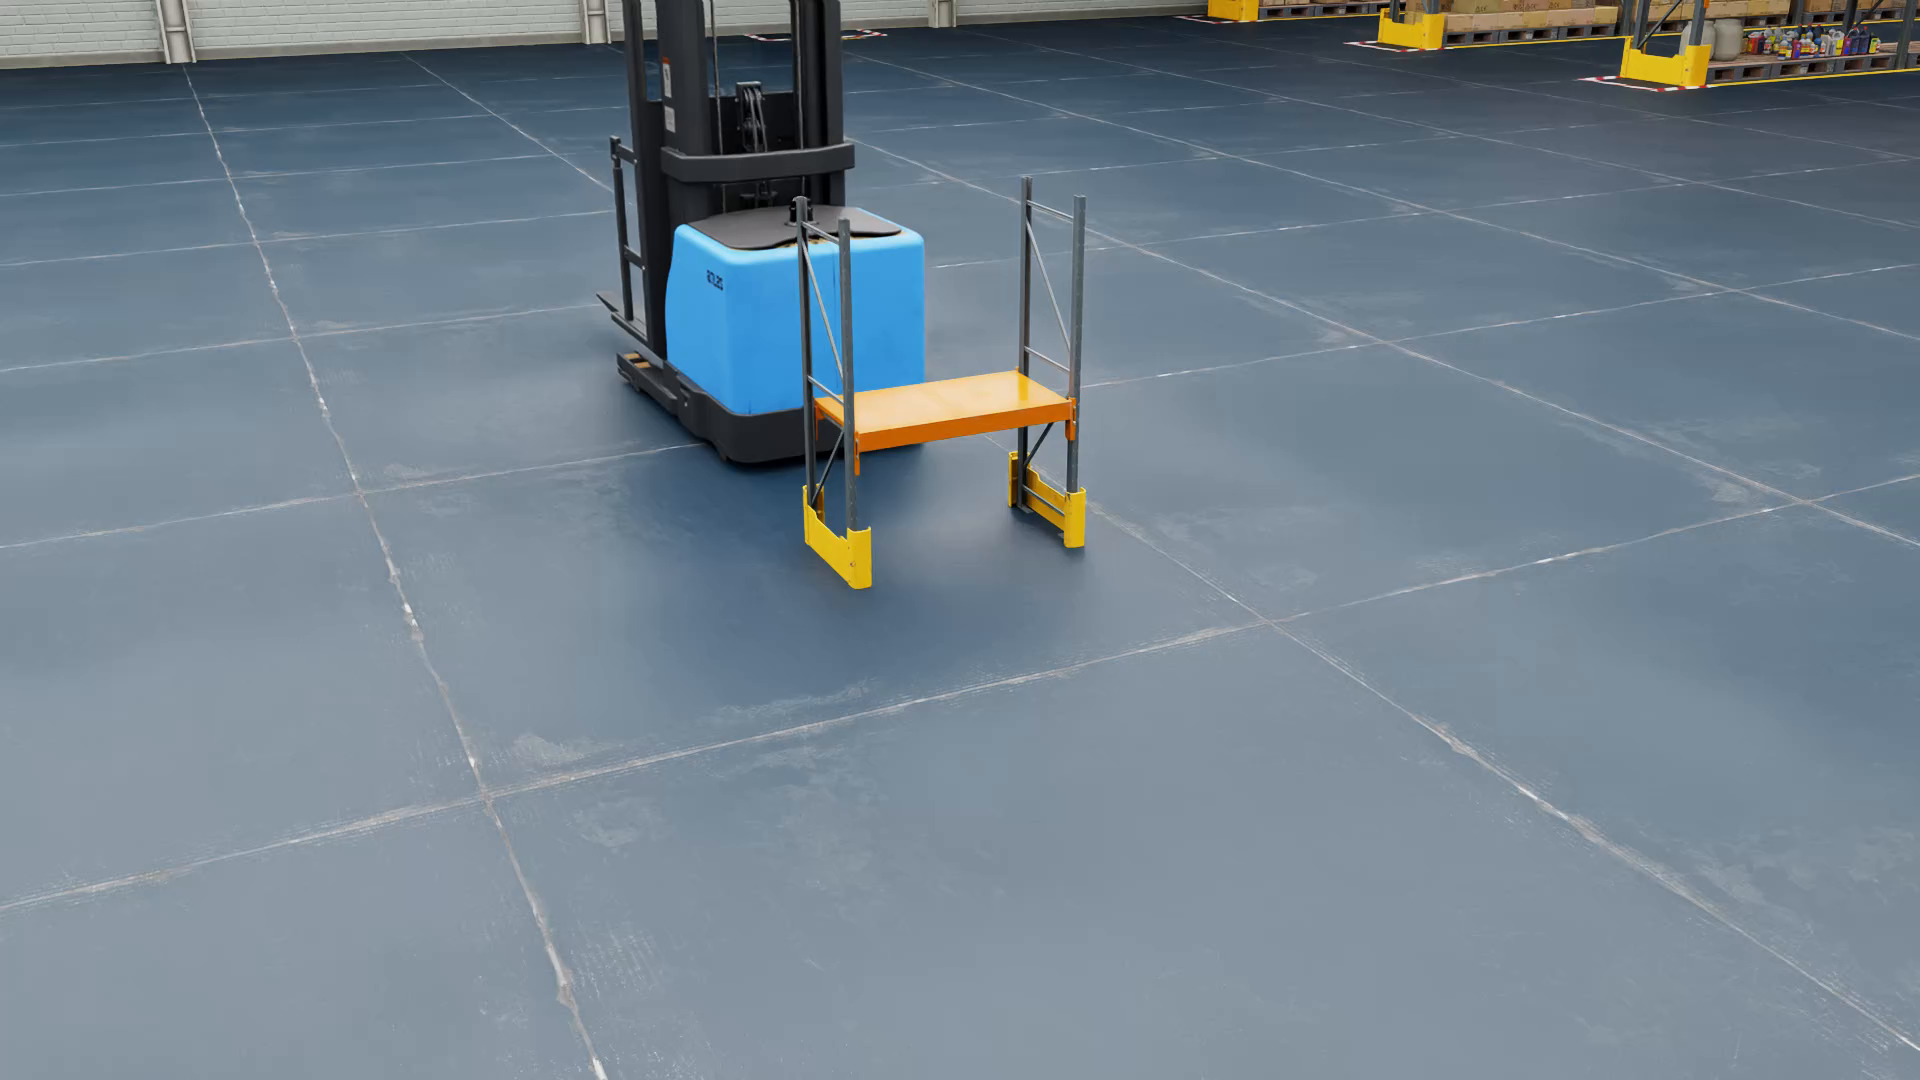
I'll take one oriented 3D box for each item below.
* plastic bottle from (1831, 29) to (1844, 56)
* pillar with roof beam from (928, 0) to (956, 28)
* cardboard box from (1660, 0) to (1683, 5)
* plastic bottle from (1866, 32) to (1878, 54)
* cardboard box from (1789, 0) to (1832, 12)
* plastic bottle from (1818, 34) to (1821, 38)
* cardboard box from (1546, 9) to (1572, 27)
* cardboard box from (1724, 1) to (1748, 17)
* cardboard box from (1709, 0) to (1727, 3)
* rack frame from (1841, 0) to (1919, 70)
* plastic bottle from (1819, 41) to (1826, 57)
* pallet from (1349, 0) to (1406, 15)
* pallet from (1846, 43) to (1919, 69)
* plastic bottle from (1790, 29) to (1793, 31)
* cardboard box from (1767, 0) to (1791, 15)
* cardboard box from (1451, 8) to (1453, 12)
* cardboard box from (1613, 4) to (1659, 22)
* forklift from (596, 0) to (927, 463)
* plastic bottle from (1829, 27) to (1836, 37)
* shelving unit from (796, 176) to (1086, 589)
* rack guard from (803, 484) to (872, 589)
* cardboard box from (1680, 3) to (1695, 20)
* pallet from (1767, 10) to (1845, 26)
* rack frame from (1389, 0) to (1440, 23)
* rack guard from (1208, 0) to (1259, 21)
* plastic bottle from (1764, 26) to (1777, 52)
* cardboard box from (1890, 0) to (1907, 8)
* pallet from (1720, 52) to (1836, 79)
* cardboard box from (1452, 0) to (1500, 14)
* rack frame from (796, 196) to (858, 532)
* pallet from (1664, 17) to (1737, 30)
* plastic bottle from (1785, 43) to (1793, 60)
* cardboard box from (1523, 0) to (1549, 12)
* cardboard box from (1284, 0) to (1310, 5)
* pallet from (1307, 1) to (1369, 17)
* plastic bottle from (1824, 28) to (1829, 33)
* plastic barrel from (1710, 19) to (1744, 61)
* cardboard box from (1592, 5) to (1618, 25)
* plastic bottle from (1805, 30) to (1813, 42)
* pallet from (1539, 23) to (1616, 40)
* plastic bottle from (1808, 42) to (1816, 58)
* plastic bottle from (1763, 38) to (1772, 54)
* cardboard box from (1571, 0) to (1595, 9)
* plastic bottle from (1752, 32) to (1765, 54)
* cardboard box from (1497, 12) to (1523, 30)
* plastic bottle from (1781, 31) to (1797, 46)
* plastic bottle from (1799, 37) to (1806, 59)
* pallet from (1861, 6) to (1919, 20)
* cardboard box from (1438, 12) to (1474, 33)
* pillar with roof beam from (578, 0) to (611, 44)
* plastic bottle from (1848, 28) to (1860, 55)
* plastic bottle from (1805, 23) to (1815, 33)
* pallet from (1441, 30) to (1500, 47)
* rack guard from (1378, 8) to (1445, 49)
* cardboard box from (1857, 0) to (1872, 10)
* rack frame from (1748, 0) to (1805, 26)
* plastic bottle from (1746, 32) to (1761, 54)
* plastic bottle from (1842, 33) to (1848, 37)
[{"bbox_3d":[11.824,-6.722,22.455,0.185,0.351,0.144,-11,25,-24],"label":"plastic bottle"},{"bbox_3d":[1.559,-11.492,23.247,0.400,9.000,9.100,-10,25,-24],"label":"pillar with roof beam"},{"bbox_3d":[11.532,-8.988,27.355,0.500,0.311,0.500,-11,25,-24],"label":"cardboard box"},{"bbox_3d":[12.453,-6.789,22.705,0.133,0.283,0.061,-9,24,-21],"label":"plastic bottle"},{"bbox_3d":[14.737,-9.431,28.804,0.500,0.500,0.500,-9,24,-21],"label":"cardboard box"},{"bbox_3d":[11.629,-6.702,22.495,0.133,0.283,0.061,-10,25,-24],"label":"plastic bottle"},{"bbox_3d":[9.376,-8.346,26.535,0.500,0.250,0.500,-10,25,-24],"label":"cardboard box"},{"bbox_3d":[12.917,-8.988,28.088,0.500,0.250,0.500,-10,24,-22],"label":"cardboard box"},{"bbox_3d":[12.463,-9.163,27.776,0.500,0.311,0.500,-10,24,-22],"label":"cardboard box"},{"bbox_3d":[12.743,-8.034,22.737,0.127,3.000,1.000,-10,25,-24],"label":"rack frame"},{"bbox_3d":[11.581,-6.598,22.352,0.097,0.201,0.097,0,22,0],"label":"plastic bottle"},{"bbox_3d":[7.857,-10.036,31.220,1.213,0.211,1.003,-10,25,-24],"label":"pallet"},{"bbox_3d":[13.434,-6.889,23.617,1.213,0.211,1.003,-10,25,-24],"label":"pallet"},{"bbox_3d":[11.499,-6.947,23.087,0.133,0.283,0.061,-9,24,-21],"label":"plastic bottle"},{"bbox_3d":[13.834,-9.158,28.497,0.500,0.250,0.500,-10,24,-22],"label":"cardboard box"},{"bbox_3d":[7.794,-8.280,26.376,0.500,0.250,0.500,-10,25,-24],"label":"cardboard box"},{"bbox_3d":[11.069,-8.647,27.263,0.500,0.250,0.500,-11,25,-25],"label":"cardboard box"},{"bbox_3d":[-1.283,-2.247,8.847,1.130,2.935,3.031,-11,25,-25],"label":"forklift"},{"bbox_3d":[12.266,-7.075,23.412,0.097,0.271,0.097,0,22,0],"label":"plastic bottle"},{"bbox_3d":[-0.069,-0.680,6.933,1.083,1.500,0.587,-10,25,-24],"label":"shelving unit"},{"bbox_3d":[-0.517,-0.020,6.972,0.087,0.250,0.587,-10,25,-24],"label":"rack guard"},{"bbox_3d":[11.996,-8.818,27.677,0.500,0.250,0.500,-11,25,-25],"label":"cardboard box"},{"bbox_3d":[14.892,-9.228,29.266,1.213,0.211,1.003,-10,25,-24],"label":"pallet"},{"bbox_3d":[6.994,-9.078,25.259,0.127,3.000,1.000,-10,25,-24],"label":"rack frame"},{"bbox_3d":[4.911,-9.642,29.891,0.348,0.500,1.175,-10,25,-24],"label":"rack guard"},{"bbox_3d":[11.115,-6.890,22.861,0.185,0.351,0.144,-9,24,-21],"label":"plastic bottle"},{"bbox_3d":[16.585,-9.774,29.634,0.500,0.500,0.500,-10,25,-23],"label":"cardboard box"},{"bbox_3d":[11.019,-6.445,22.543,1.213,0.211,1.003,-10,25,-24],"label":"pallet"},{"bbox_3d":[8.023,-8.444,25.793,0.500,0.500,0.500,-10,25,-24],"label":"cardboard box"},{"bbox_3d":[-0.535,-0.595,6.725,0.032,1.500,0.500,-10,25,-24],"label":"rack frame"},{"bbox_3d":[12.346,-8.793,28.216,1.213,0.211,1.003,-10,25,-24],"label":"pallet"},{"bbox_3d":[11.001,-6.491,22.094,0.097,0.201,0.097,0,22,0],"label":"plastic bottle"},{"bbox_3d":[8.926,-8.609,26.190,0.500,0.500,0.500,-10,25,-24],"label":"cardboard box"},{"bbox_3d":[6.018,-9.924,30.243,0.500,0.311,0.500,-8,24,-19],"label":"cardboard box"},{"bbox_3d":[6.756,-9.832,30.727,1.213,0.211,1.003,-10,25,-24],"label":"pallet"},{"bbox_3d":[12.033,-6.981,23.169,0.133,0.283,0.061,-10,25,-24],"label":"plastic bottle"},{"bbox_3d":[10.150,-6.634,22.058,0.421,0.512,0.421,0,22,0],"label":"plastic barrel"},{"bbox_3d":[10.275,-8.513,26.940,0.500,0.250,0.500,-10,25,-24],"label":"cardboard box"},{"bbox_3d":[11.758,-6.920,23.038,0.097,0.271,0.097,0,22,0],"label":"plastic bottle"},{"bbox_3d":[9.864,-8.336,27.112,1.213,0.211,1.003,-10,25,-24],"label":"pallet"},{"bbox_3d":[11.396,-6.564,22.269,0.097,0.201,0.097,0,22,0],"label":"plastic bottle"},{"bbox_3d":[11.039,-6.752,22.723,0.097,0.201,0.097,0,22,0],"label":"plastic bottle"},{"bbox_3d":[9.820,-8.781,26.606,0.500,0.500,0.500,-10,25,-24],"label":"cardboard box"},{"bbox_3d":[10.889,-6.770,22.660,0.133,0.283,0.061,-10,25,-24],"label":"plastic bottle"},{"bbox_3d":[8.473,-8.181,26.138,0.500,0.250,0.500,-10,25,-24],"label":"cardboard box"},{"bbox_3d":[11.370,-6.839,22.837,0.135,0.276,0.152,-10,25,-24],"label":"plastic bottle"},{"bbox_3d":[11.217,-6.563,22.176,0.097,0.271,0.097,0,22,0],"label":"plastic bottle"},{"bbox_3d":[17.090,-9.632,30.244,1.213,0.211,1.003,-10,25,-24],"label":"pallet"},{"bbox_3d":[7.574,-8.014,25.735,0.500,0.250,0.500,-10,25,-24],"label":"cardboard box"},{"bbox_3d":[-3.848,-10.497,20.843,0.400,9.000,9.100,-10,25,-24],"label":"pillar with roof beam"},{"bbox_3d":[12.115,-6.775,22.585,0.185,0.351,0.144,-12,25,-26],"label":"plastic bottle"},{"bbox_3d":[11.836,-7.023,23.181,0.185,0.351,0.144,-10,24,-22],"label":"plastic bottle"},{"bbox_3d":[7.665,-7.931,26.134,1.213,0.211,1.003,-10,25,-24],"label":"pallet"},{"bbox_3d":[6.972,-7.919,25.728,0.348,0.500,1.175,-10,25,-24],"label":"rack guard"},{"bbox_3d":[15.660,-9.601,29.215,0.500,0.500,0.500,-11,25,-24],"label":"cardboard box"},{"bbox_3d":[14.203,-10.405,28.465,0.127,3.000,1.000,-10,25,-24],"label":"rack frame"},{"bbox_3d":[10.843,-6.803,22.750,0.135,0.276,0.152,-10,25,-23],"label":"plastic bottle"},{"bbox_3d":[12.028,-6.788,22.712,0.135,0.276,0.152,-10,25,-24],"label":"plastic bottle"}]
